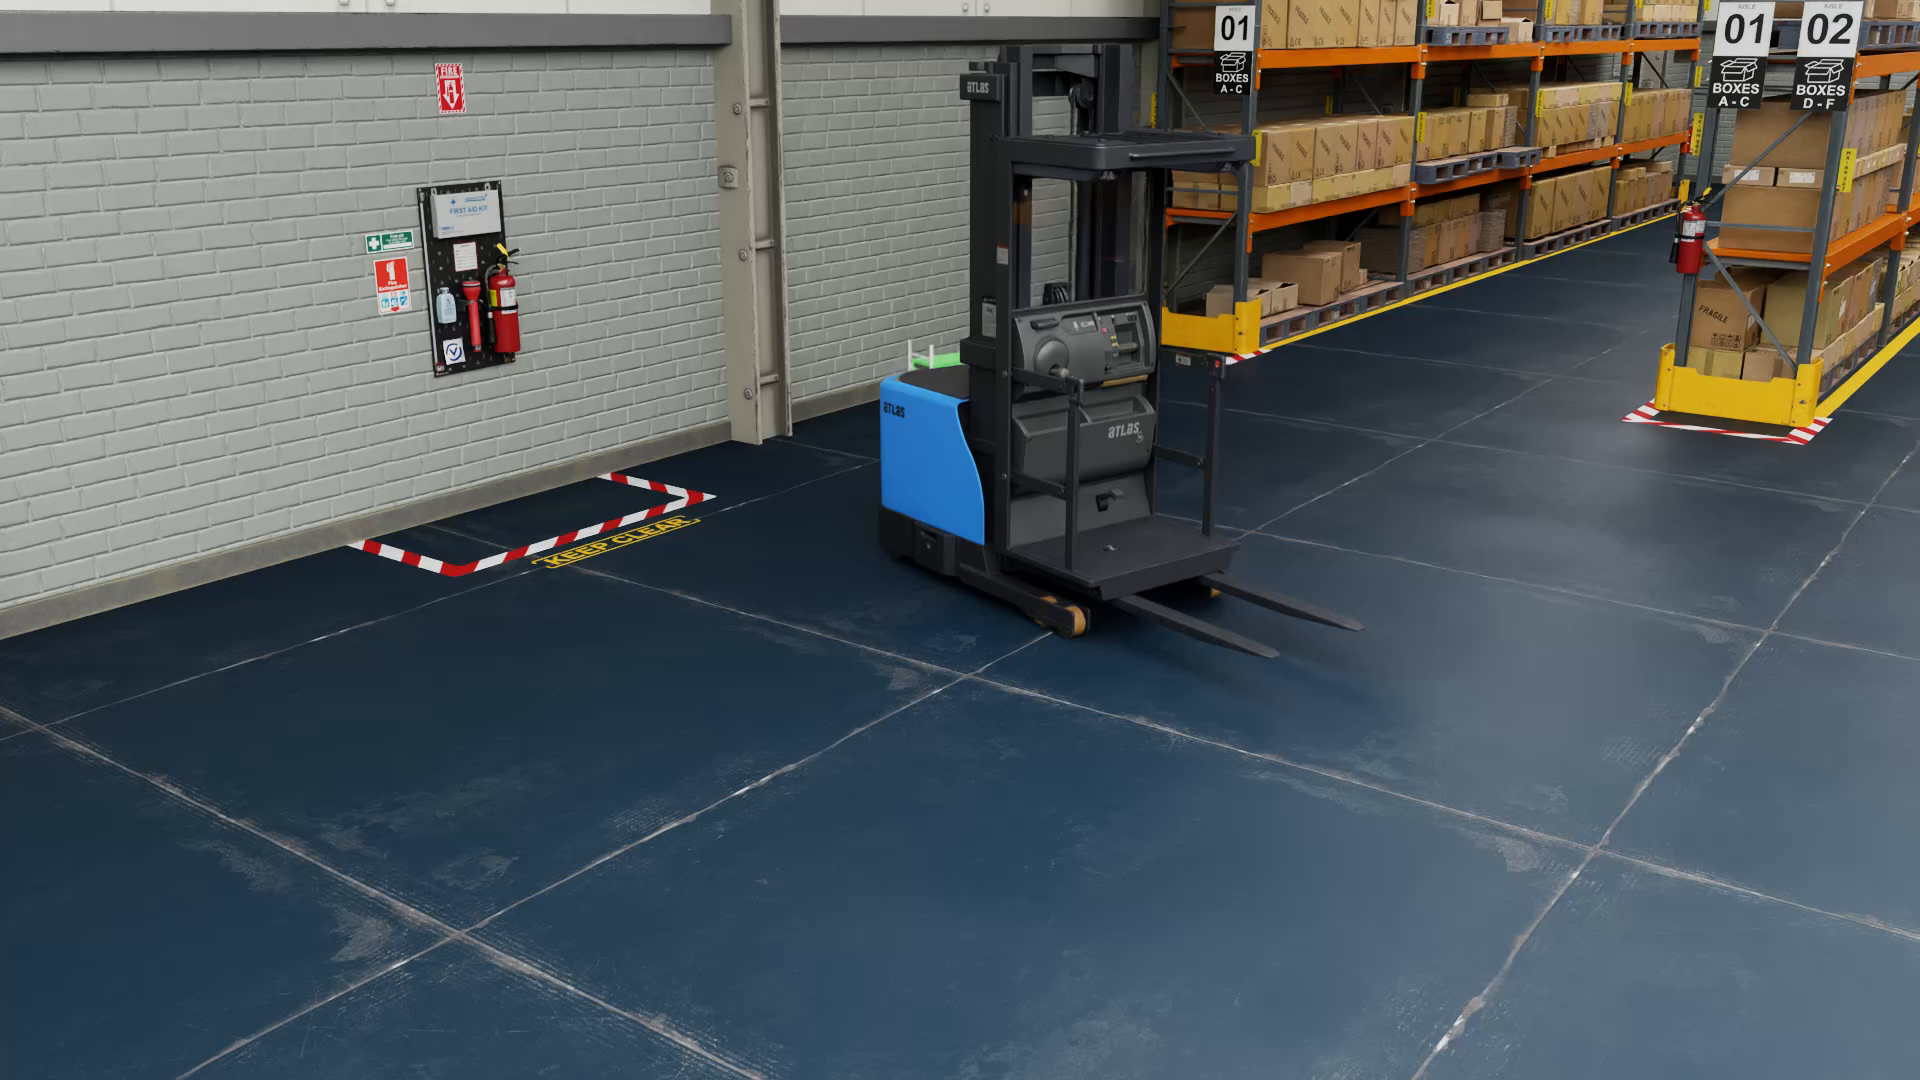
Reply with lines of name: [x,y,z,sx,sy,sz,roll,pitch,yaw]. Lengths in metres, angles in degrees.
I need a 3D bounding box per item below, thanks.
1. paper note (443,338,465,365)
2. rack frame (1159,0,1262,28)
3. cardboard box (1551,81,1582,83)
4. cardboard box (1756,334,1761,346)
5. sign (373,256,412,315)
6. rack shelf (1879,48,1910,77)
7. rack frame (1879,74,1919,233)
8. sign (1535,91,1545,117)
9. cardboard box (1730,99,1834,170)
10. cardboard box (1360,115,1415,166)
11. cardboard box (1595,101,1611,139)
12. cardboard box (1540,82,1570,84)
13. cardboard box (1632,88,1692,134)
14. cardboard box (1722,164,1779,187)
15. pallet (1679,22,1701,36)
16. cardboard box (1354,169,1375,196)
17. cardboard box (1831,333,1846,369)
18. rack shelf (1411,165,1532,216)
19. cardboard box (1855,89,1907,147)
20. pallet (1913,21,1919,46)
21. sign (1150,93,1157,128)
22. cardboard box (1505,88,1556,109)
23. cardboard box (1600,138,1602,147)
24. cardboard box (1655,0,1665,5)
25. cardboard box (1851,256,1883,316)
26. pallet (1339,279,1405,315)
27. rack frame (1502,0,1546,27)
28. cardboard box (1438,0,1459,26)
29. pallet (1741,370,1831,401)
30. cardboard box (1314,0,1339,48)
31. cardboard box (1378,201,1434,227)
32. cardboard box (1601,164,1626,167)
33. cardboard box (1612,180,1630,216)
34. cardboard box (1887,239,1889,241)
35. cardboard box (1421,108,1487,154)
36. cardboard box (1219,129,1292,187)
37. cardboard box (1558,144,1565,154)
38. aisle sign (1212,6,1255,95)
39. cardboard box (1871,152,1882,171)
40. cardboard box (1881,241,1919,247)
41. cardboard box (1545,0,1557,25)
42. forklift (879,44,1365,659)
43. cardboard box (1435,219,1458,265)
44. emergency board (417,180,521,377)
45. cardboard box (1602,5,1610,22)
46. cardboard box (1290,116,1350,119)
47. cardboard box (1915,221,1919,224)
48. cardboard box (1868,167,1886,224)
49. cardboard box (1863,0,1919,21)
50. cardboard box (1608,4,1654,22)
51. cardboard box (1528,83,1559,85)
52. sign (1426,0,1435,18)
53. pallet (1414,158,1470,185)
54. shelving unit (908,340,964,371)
paper note: [-3.196,-1.193,10.513,0.016,0.148,0.142,12,21,35]
rack frame: [2.320,-6.200,15.036,1.000,3.000,0.127,12,21,35]
cardboard box: [8.987,-6.687,24.751,0.500,0.250,0.500,13,22,36]
cardboard box: [6.671,-1.649,14.425,0.500,0.250,0.500,12,21,35]
sign: [-3.448,-1.547,10.108,0.001,0.329,0.234,12,21,35]
rack shelf: [9.876,-4.979,17.373,1.077,0.370,4.000,12,21,35]
rack frame: [11.067,-4.366,19.245,1.000,3.000,0.127,12,21,35]
sign: [7.528,-5.662,21.600,0.100,0.325,0.005,12,21,35]
cardboard box: [6.621,-3.249,13.294,0.700,0.500,0.500,13,21,35]
cardboard box: [4.670,-4.417,18.363,0.500,0.500,0.500,12,21,35]
cardboard box: [9.101,-6.115,24.173,0.500,0.500,0.500,13,21,35]
cardboard box: [8.680,-6.561,24.346,0.500,0.250,0.500,13,21,35]
cardboard box: [11.558,-7.166,27.756,0.980,0.700,0.700,14,22,37]
cardboard box: [6.375,-2.943,13.400,0.380,0.149,0.250,12,21,34]
pallet: [11.420,-8.358,27.190,1.003,0.211,1.213,12,21,35]
cardboard box: [4.074,-3.820,17.705,0.500,0.250,0.500,12,21,34]
cardboard box: [7.392,-1.675,14.508,0.500,0.250,0.500,12,21,35]
rack shelf: [5.895,-4.421,20.634,1.077,0.370,4.000,12,21,35]
cardboard box: [8.425,-3.974,15.626,0.700,0.500,0.500,13,21,35]
pallet: [8.197,-4.596,15.077,1.003,0.211,1.213,12,21,35]
sign: [1.886,-4.142,16.038,0.100,0.325,0.005,12,21,35]
cardboard box: [7.582,-5.867,22.112,0.500,0.250,0.500,13,22,36]
cardboard box: [9.174,-5.834,24.363,0.380,0.149,0.250,13,22,36]
cardboard box: [10.421,-8.404,25.303,0.500,0.500,0.500,12,21,34]
cardboard box: [8.276,-2.393,15.555,0.500,0.500,0.500,12,21,35]
pallet: [4.332,-2.790,18.872,1.003,0.211,1.213,12,21,35]
rack frame: [7.087,-8.105,21.171,1.000,3.000,0.127,12,21,35]
cardboard box: [5.460,-6.141,19.345,0.500,0.311,0.500,13,22,36]
pallet: [6.723,-1.318,14.133,1.003,0.211,1.213,12,21,35]
cardboard box: [3.375,-5.106,16.369,0.500,0.500,0.500,14,22,37]
cardboard box: [5.388,-3.946,20.101,0.500,0.250,0.500,12,21,34]
cardboard box: [10.525,-5.981,26.858,0.380,0.149,0.250,12,21,34]
cardboard box: [9.998,-5.360,25.953,0.700,0.500,0.500,13,21,35]
cardboard box: [10.213,-3.322,18.865,0.500,0.311,0.500,12,21,33]
cardboard box: [6.090,-5.084,20.647,0.700,0.500,0.500,12,21,35]
cardboard box: [2.846,-3.692,16.028,0.500,0.500,0.500,12,21,35]
cardboard box: [8.213,-5.479,23.219,0.380,0.149,0.250,13,21,36]
aisle sign: [2.518,-4.506,15.314,0.394,0.787,0.004,12,21,35]
cardboard box: [7.936,-3.366,14.763,0.380,0.149,0.250,13,22,36]
cardboard box: [10.346,-3.108,18.178,0.500,0.311,0.500,12,21,34]
cardboard box: [7.603,-7.192,22.377,0.700,0.500,0.500,11,20,32]
forklift: [0.803,-1.058,8.707,1.130,2.935,3.031,-13,21,-35]
cardboard box: [5.733,-3.729,20.666,0.700,0.500,0.500,13,21,35]
emergency board: [-3.036,-1.644,10.479,0.194,1.169,0.643,12,21,35]
cardboard box: [9.690,-8.007,25.288,0.500,0.250,0.500,13,21,35]
cardboard box: [3.944,-4.386,18.265,0.500,0.500,0.500,12,21,34]
cardboard box: [11.466,-4.019,20.336,0.500,0.250,0.500,13,22,37]
cardboard box: [8.116,-3.227,15.410,0.700,0.500,0.500,12,21,34]
cardboard box: [9.059,-5.120,16.160,0.500,0.250,0.500,15,23,40]
cardboard box: [10.094,-7.920,25.009,0.500,0.250,0.500,12,21,35]
cardboard box: [8.386,-6.441,23.959,0.500,0.250,0.500,12,21,33]
sign: [5.144,-5.873,18.169,0.100,0.325,0.005,12,21,35]
pallet: [5.276,-4.352,19.525,1.003,0.211,1.213,12,21,35]
shelving unit: [-0.041,-0.661,10.346,0.503,1.200,0.258,-13,21,-35]
